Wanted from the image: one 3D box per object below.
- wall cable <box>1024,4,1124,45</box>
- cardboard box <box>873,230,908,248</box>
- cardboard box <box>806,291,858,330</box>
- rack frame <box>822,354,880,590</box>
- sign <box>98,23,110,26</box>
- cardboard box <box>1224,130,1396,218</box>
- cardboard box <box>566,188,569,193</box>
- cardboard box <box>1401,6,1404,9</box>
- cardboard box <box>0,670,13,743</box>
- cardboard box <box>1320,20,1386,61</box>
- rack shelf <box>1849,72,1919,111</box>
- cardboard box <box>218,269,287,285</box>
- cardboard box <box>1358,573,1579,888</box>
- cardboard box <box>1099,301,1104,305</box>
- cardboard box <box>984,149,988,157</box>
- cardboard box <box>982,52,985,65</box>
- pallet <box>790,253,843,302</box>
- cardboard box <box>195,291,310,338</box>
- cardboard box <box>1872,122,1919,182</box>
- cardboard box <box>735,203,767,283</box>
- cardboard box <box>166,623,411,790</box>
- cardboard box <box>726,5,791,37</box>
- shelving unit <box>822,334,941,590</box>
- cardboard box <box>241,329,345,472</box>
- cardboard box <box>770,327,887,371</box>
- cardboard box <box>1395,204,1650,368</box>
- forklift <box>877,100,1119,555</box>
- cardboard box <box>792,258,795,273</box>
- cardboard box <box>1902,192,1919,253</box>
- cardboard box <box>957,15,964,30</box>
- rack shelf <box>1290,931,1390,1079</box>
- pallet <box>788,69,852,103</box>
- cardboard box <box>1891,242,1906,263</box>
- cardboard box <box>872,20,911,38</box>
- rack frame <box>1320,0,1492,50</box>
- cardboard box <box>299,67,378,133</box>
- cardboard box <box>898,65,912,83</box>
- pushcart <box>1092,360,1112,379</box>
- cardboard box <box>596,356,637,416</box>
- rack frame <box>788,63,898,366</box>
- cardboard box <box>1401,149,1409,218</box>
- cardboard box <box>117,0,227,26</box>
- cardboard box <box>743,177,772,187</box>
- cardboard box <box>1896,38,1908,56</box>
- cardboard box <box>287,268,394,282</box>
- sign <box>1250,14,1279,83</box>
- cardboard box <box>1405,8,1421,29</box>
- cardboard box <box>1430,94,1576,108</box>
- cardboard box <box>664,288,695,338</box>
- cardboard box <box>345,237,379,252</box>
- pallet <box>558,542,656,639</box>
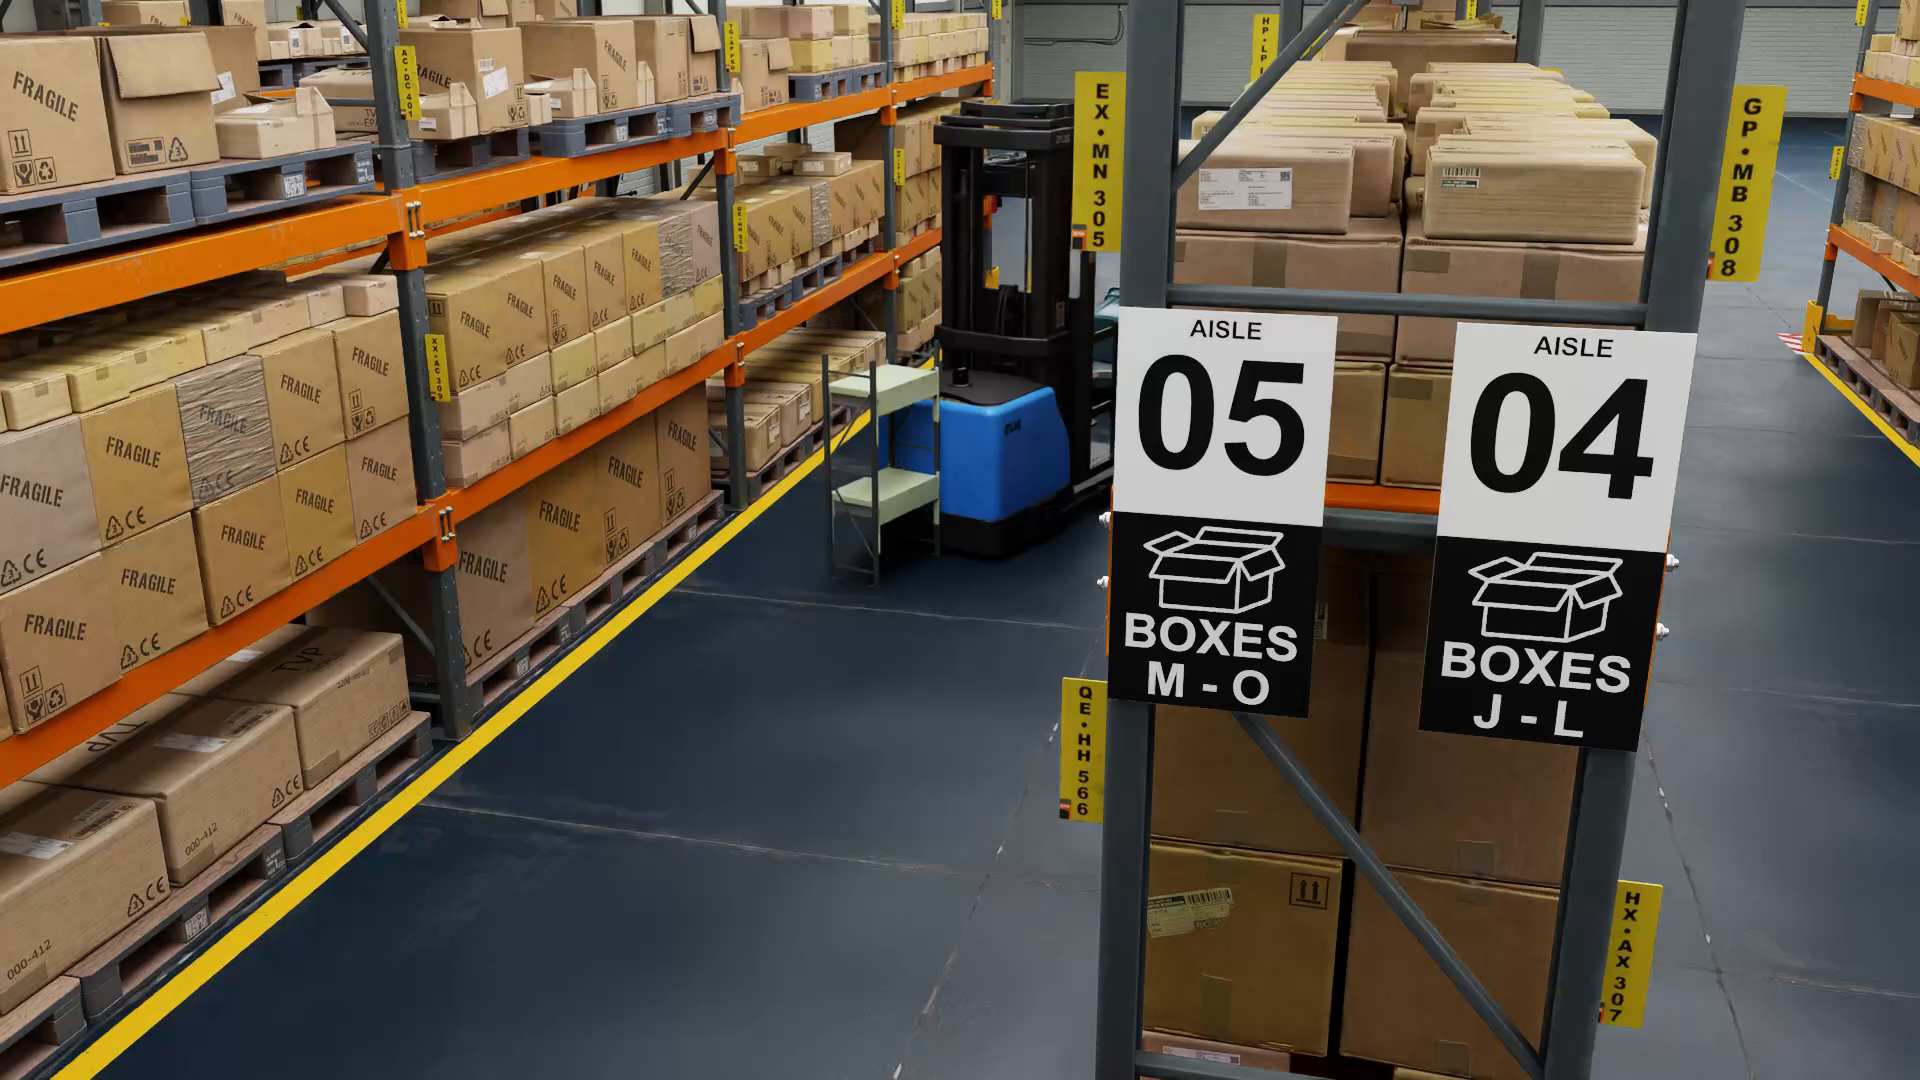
[{"bbox_3d":[3.351,-16.020,49.471,3.097,2.526,0.112,5,19,13],"label":"wall cable"},{"bbox_3d":[-0.712,-2.885,15.883,0.380,0.149,0.250,5,19,13],"label":"cardboard box"},{"bbox_3d":[-1.215,-2.390,16.488,0.500,0.500,0.500,4,19,13],"label":"cardboard box"},{"bbox_3d":[-0.695,-0.426,10.613,0.400,1.500,0.023,11,22,30],"label":"rack frame"},{"bbox_3d":[-6.365,-3.688,12.405,0.100,0.325,0.005,5,19,13],"label":"sign"},{"bbox_3d":[0.724,-0.783,3.540,0.380,0.149,0.250,5,19,14],"label":"cardboard box"},{"bbox_3d":[-4.938,-4.286,19.440,0.500,0.500,0.500,5,20,15],"label":"cardboard box"},{"bbox_3d":[4.090,-5.112,16.341,0.500,0.250,0.500,5,19,13],"label":"cardboard box"},{"bbox_3d":[-3.539,0.495,5.444,0.500,0.500,0.500,4,19,13],"label":"cardboard box"},{"bbox_3d":[2.256,-2.880,9.500,0.396,0.266,0.258,5,19,13],"label":"cardboard box"},{"bbox_3d":[8.999,-3.854,14.803,1.077,0.370,4.000,5,19,13],"label":"rack shelf"},{"bbox_3d":[-3.383,-1.172,7.774,0.380,0.149,0.250,4,19,13],"label":"cardboard box"},{"bbox_3d":[1.160,0.409,3.689,0.500,0.500,0.500,5,19,13],"label":"cardboard box"},{"bbox_3d":[1.904,-2.253,17.504,0.797,0.503,0.637,-9,21,-24],"label":"cardboard box"},{"bbox_3d":[0.012,-4.181,18.672,0.500,0.500,0.500,4,19,12],"label":"cardboard box"},{"bbox_3d":[0.062,-5.351,18.462,0.380,0.149,0.250,5,19,14],"label":"cardboard box"},{"bbox_3d":[-1.633,-2.210,13.814,1.003,0.211,1.213,5,19,13],"label":"pallet"},{"bbox_3d":[-3.061,-0.978,7.204,0.380,0.149,0.250,5,19,13],"label":"cardboard box"},{"bbox_3d":[8.839,-3.599,15.423,0.500,0.500,0.500,5,19,13],"label":"cardboard box"},{"bbox_3d":[-1.742,-2.187,12.184,0.500,0.500,0.500,4,19,12],"label":"cardboard box"},{"bbox_3d":[-3.312,0.779,8.081,0.875,0.438,0.875,4,19,13],"label":"cardboard box"},{"bbox_3d":[-1.743,-4.406,14.115,0.500,0.250,0.500,4,19,12],"label":"cardboard box"},{"bbox_3d":[-0.502,-0.526,10.908,0.431,1.500,0.755,11,22,30],"label":"shelving unit"},{"bbox_3d":[-3.033,-0.616,7.148,0.500,0.500,0.500,4,19,13],"label":"cardboard box"},{"bbox_3d":[-1.225,-1.721,15.502,0.950,0.372,0.625,5,19,14],"label":"cardboard box"},{"bbox_3d":[1.155,-0.516,3.374,0.500,0.250,0.500,5,19,14],"label":"cardboard box"},{"bbox_3d":[0.592,-1.708,12.153,1.130,2.935,3.031,11,22,30],"label":"forklift"},{"bbox_3d":[-1.533,-2.178,13.164,0.380,0.149,0.250,6,20,17],"label":"cardboard box"},{"bbox_3d":[8.861,-2.791,14.603,0.875,0.500,0.500,5,19,13],"label":"cardboard box"},{"bbox_3d":[-0.175,-5.498,17.659,0.380,0.149,0.250,5,19,14],"label":"cardboard box"},{"bbox_3d":[1.282,0.903,5.515,1.077,0.370,4.000,5,19,13],"label":"rack shelf"},{"bbox_3d":[-1.604,-3.751,13.678,1.213,0.211,1.003,5,19,13],"label":"pallet"},{"bbox_3d":[8.658,-2.589,15.015,0.380,0.149,0.250,5,19,13],"label":"cardboard box"},{"bbox_3d":[-0.671,-4.765,15.513,0.380,0.149,0.250,5,20,15],"label":"cardboard box"},{"bbox_3d":[2.748,-4.157,9.935,1.000,3.000,0.127,5,19,13],"label":"rack frame"},{"bbox_3d":[-3.042,-2.292,8.605,0.500,0.311,0.500,5,19,13],"label":"cardboard box"},{"bbox_3d":[-0.665,-4.387,15.639,0.380,0.149,0.250,5,19,13],"label":"cardboard box"},{"bbox_3d":[1.124,-1.525,15.570,1.648,0.377,0.936,-2,19,-6],"label":"pushcart"},{"bbox_3d":[-2.294,-0.947,10.052,0.500,0.250,0.500,4,19,12],"label":"cardboard box"},{"bbox_3d":[-1.100,-2.931,15.627,1.000,3.000,0.127,5,19,13],"label":"rack frame"},{"bbox_3d":[1.045,-1.038,4.903,0.500,0.250,0.500,4,19,11],"label":"cardboard box"},{"bbox_3d":[-6.451,-4.155,13.610,0.700,0.500,0.500,4,19,12],"label":"cardboard box"},{"bbox_3d":[-1.863,-2.720,13.747,0.500,0.500,0.500,4,19,11],"label":"cardboard box"},{"bbox_3d":[8.898,-4.553,15.351,0.380,0.149,0.250,5,19,13],"label":"cardboard box"},{"bbox_3d":[-3.188,-1.104,8.576,0.500,0.500,0.500,5,20,15],"label":"cardboard box"},{"bbox_3d":[1.232,-1.957,6.727,0.100,0.325,0.005,5,19,13],"label":"sign"},{"bbox_3d":[4.361,-4.754,15.293,0.500,0.250,0.500,4,19,13],"label":"cardboard box"},{"bbox_3d":[1.501,-1.152,4.621,0.380,0.149,0.250,5,20,15],"label":"cardboard box"},{"bbox_3d":[-2.070,-1.510,10.926,0.500,0.250,0.500,4,19,12],"label":"cardboard box"},{"bbox_3d":[-5.901,-2.914,15.810,0.500,0.250,0.500,5,19,13],"label":"cardboard box"},{"bbox_3d":[-2.643,0.265,10.585,1.003,0.211,1.213,5,19,13],"label":"pallet"}]
